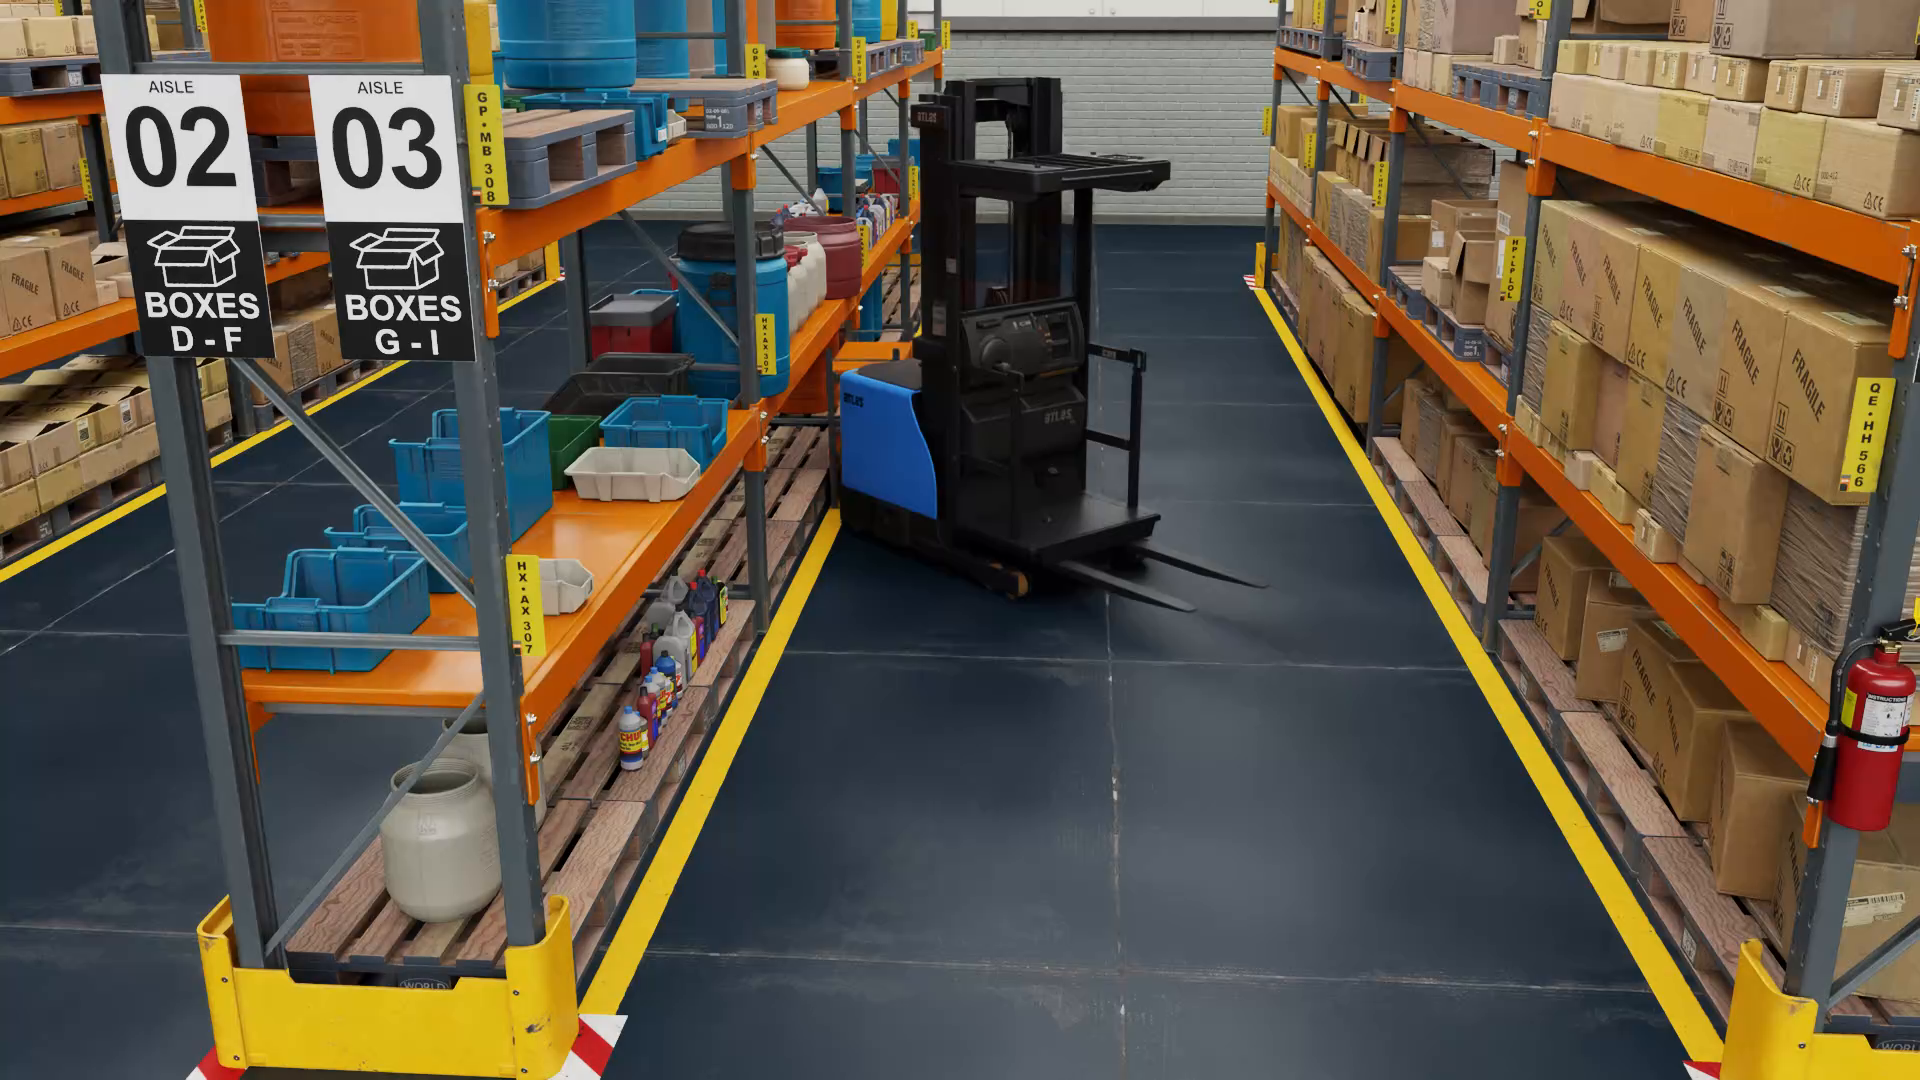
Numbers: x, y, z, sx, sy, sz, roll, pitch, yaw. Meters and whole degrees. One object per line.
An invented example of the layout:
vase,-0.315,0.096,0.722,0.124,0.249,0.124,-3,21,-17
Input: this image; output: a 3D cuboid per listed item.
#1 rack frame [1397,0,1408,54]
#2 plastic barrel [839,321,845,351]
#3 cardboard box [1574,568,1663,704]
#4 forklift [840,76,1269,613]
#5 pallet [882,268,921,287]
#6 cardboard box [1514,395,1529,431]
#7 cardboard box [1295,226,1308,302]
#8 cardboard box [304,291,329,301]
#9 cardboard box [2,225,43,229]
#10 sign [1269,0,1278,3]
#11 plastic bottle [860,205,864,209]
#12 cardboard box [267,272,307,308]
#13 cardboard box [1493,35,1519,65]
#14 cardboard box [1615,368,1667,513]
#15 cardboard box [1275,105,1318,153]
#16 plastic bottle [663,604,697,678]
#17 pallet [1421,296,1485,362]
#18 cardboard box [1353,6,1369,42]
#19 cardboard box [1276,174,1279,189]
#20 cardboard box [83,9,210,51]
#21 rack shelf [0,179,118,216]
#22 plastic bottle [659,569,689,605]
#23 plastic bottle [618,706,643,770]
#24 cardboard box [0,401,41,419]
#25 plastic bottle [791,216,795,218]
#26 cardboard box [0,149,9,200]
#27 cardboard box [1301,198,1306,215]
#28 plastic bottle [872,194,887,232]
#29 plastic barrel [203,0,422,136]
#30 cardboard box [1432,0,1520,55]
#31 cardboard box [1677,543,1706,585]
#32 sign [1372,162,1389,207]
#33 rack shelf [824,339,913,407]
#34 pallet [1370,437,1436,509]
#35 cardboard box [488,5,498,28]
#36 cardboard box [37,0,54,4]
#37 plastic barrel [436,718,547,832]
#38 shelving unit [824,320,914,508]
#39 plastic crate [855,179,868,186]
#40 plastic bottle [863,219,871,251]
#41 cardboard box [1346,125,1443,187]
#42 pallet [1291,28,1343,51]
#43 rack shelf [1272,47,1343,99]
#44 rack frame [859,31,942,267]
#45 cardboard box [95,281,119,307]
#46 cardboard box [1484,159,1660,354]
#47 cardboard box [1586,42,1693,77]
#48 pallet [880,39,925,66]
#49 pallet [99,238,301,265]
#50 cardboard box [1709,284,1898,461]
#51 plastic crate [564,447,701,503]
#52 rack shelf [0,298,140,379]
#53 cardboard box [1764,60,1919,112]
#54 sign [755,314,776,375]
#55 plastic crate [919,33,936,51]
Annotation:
rack frame,3.648,-4.907,11.446,1.000,3.000,0.127,1,18,4
plastic barrel,-1.193,-1.723,14.563,0.600,0.588,0.708,1,18,4
cardboard box,3.259,0.476,7.993,0.500,0.500,0.500,7,20,21
forklift,0.529,-1.220,9.939,1.130,2.935,3.031,-15,23,-38
pallet,-0.817,-3.071,19.956,1.003,0.211,1.213,1,18,4
cardboard box,3.046,-0.634,8.445,0.380,0.149,0.250,1,18,4
cardboard box,4.126,-2.971,17.910,0.875,0.875,0.875,1,18,4
cardboard box,-6.294,-2.076,15.749,0.500,0.500,0.500,2,18,5
cardboard box,-10.849,-3.544,19.218,0.380,0.149,0.250,1,18,3
sign,3.668,-6.433,19.391,0.100,0.325,0.005,1,18,4
plastic bottle,-0.900,-2.945,15.300,0.097,0.271,0.097,0,18,0
cardboard box,-6.331,-2.287,15.189,0.500,0.250,0.500,1,18,3
cardboard box,3.396,-2.912,9.877,0.380,0.166,0.250,1,18,2
cardboard box,3.184,-0.398,6.681,0.875,0.500,0.500,1,18,4
cardboard box,3.882,-4.669,18.913,0.500,0.500,0.500,1,18,3
plastic bottle,-1.375,0.492,8.152,0.144,0.351,0.185,1,18,4
pallet,3.547,-1.349,10.531,1.003,0.211,1.213,1,18,4
cardboard box,3.766,-4.542,14.619,0.500,0.311,0.500,1,18,2
cardboard box,3.814,-4.078,18.955,0.380,0.149,0.250,1,18,3
cardboard box,-6.235,-3.887,12.992,0.910,0.500,0.500,1,18,4
rack shelf,-10.744,-3.909,19.192,1.077,0.370,4.000,1,18,4
plastic bottle,-1.482,0.329,8.650,0.144,0.351,0.185,1,18,4
plastic bottle,-1.425,0.849,7.189,0.097,0.271,0.097,0,18,0
cardboard box,-6.668,-0.800,11.389,0.500,0.311,0.500,1,18,3
plastic bottle,-1.450,-2.655,14.397,0.061,0.283,0.133,1,18,4
cardboard box,-10.832,-3.941,17.650,0.980,0.700,0.700,2,18,5
cardboard box,3.648,-3.361,16.767,0.380,0.149,0.250,2,18,5
plastic bottle,-0.758,-3.035,15.448,0.144,0.351,0.185,1,18,4
plastic barrel,-1.958,-1.665,5.005,0.600,0.830,0.708,1,18,4
cardboard box,3.288,-3.312,10.434,0.500,0.500,0.500,1,18,2
cardboard box,2.962,0.066,6.307,0.380,0.149,0.250,1,18,4
sign,3.094,-2.618,12.235,0.100,0.325,0.005,1,18,4
rack shelf,-0.623,-1.196,11.816,0.538,0.278,1.000,0,18,4
pallet,3.590,-0.488,12.074,1.003,0.211,1.213,1,18,4
cardboard box,-5.517,-5.879,18.668,0.500,0.250,0.500,1,18,4
cardboard box,-10.457,-6.279,18.653,0.500,0.500,0.500,0,18,1
plastic barrel,-1.859,0.939,6.561,0.421,0.512,0.421,0,18,0
shelving unit,-0.619,-0.918,11.907,0.538,1.125,1.048,0,18,4
plastic crate,-1.181,-3.860,18.212,0.293,0.136,0.466,1,18,4
plastic bottle,-0.821,-2.627,14.329,0.097,0.271,0.097,0,18,0
cardboard box,3.836,-3.411,14.744,0.797,0.503,0.637,1,18,5
pallet,4.094,-5.313,17.646,1.003,0.211,1.213,1,18,4
rack shelf,4.078,-5.003,17.712,1.077,0.370,4.000,1,18,4
rack frame,-0.719,-4.651,20.300,1.000,3.000,0.127,1,18,4
cardboard box,-6.268,-1.762,11.885,0.380,0.149,0.250,3,18,8
cardboard box,3.558,-1.542,9.174,1.000,1.000,1.000,1,18,4
cardboard box,3.079,-2.179,7.539,0.380,0.149,0.250,0,18,1
pallet,-0.964,-4.499,15.322,1.213,0.211,1.003,1,18,4
pallet,-6.254,-2.399,13.736,1.213,0.211,1.003,1,18,4
cardboard box,2.897,-0.567,5.592,0.500,0.500,0.500,1,18,4
plastic crate,-1.443,-0.289,7.411,0.530,0.136,0.437,1,18,4
rack shelf,-6.376,-1.315,11.275,1.077,0.370,4.000,1,18,4
cardboard box,2.823,-1.452,5.321,0.380,0.149,0.250,1,18,4
sign,-1.031,-1.040,8.835,0.100,0.325,0.005,1,18,4
plastic crate,-0.505,-5.663,18.912,0.450,0.188,0.336,1,18,4
